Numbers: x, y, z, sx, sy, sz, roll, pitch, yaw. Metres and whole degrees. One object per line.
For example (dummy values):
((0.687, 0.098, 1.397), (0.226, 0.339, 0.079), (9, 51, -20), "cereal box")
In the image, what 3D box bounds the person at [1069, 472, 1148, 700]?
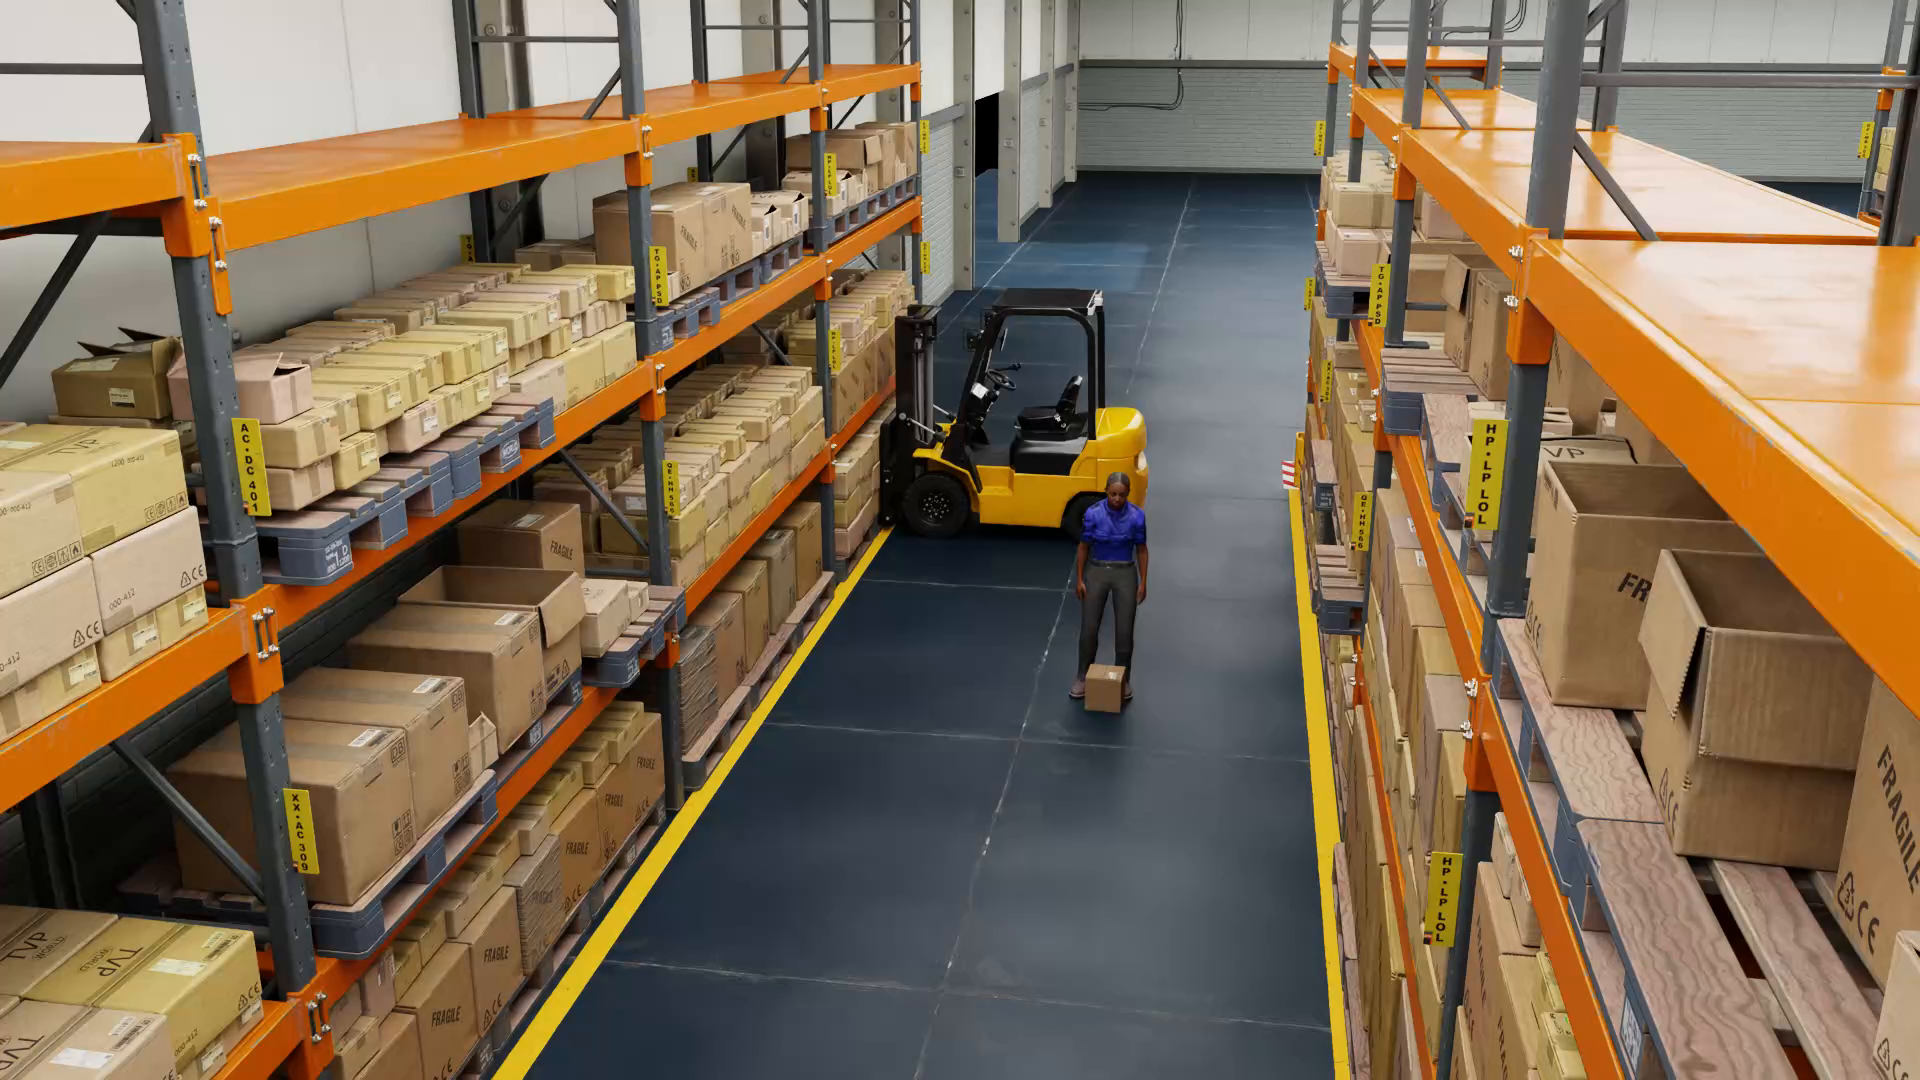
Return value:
((1.048, 0.306, 11.646), (0.528, 1.639, 0.351), (2, 18, 5), "person")
